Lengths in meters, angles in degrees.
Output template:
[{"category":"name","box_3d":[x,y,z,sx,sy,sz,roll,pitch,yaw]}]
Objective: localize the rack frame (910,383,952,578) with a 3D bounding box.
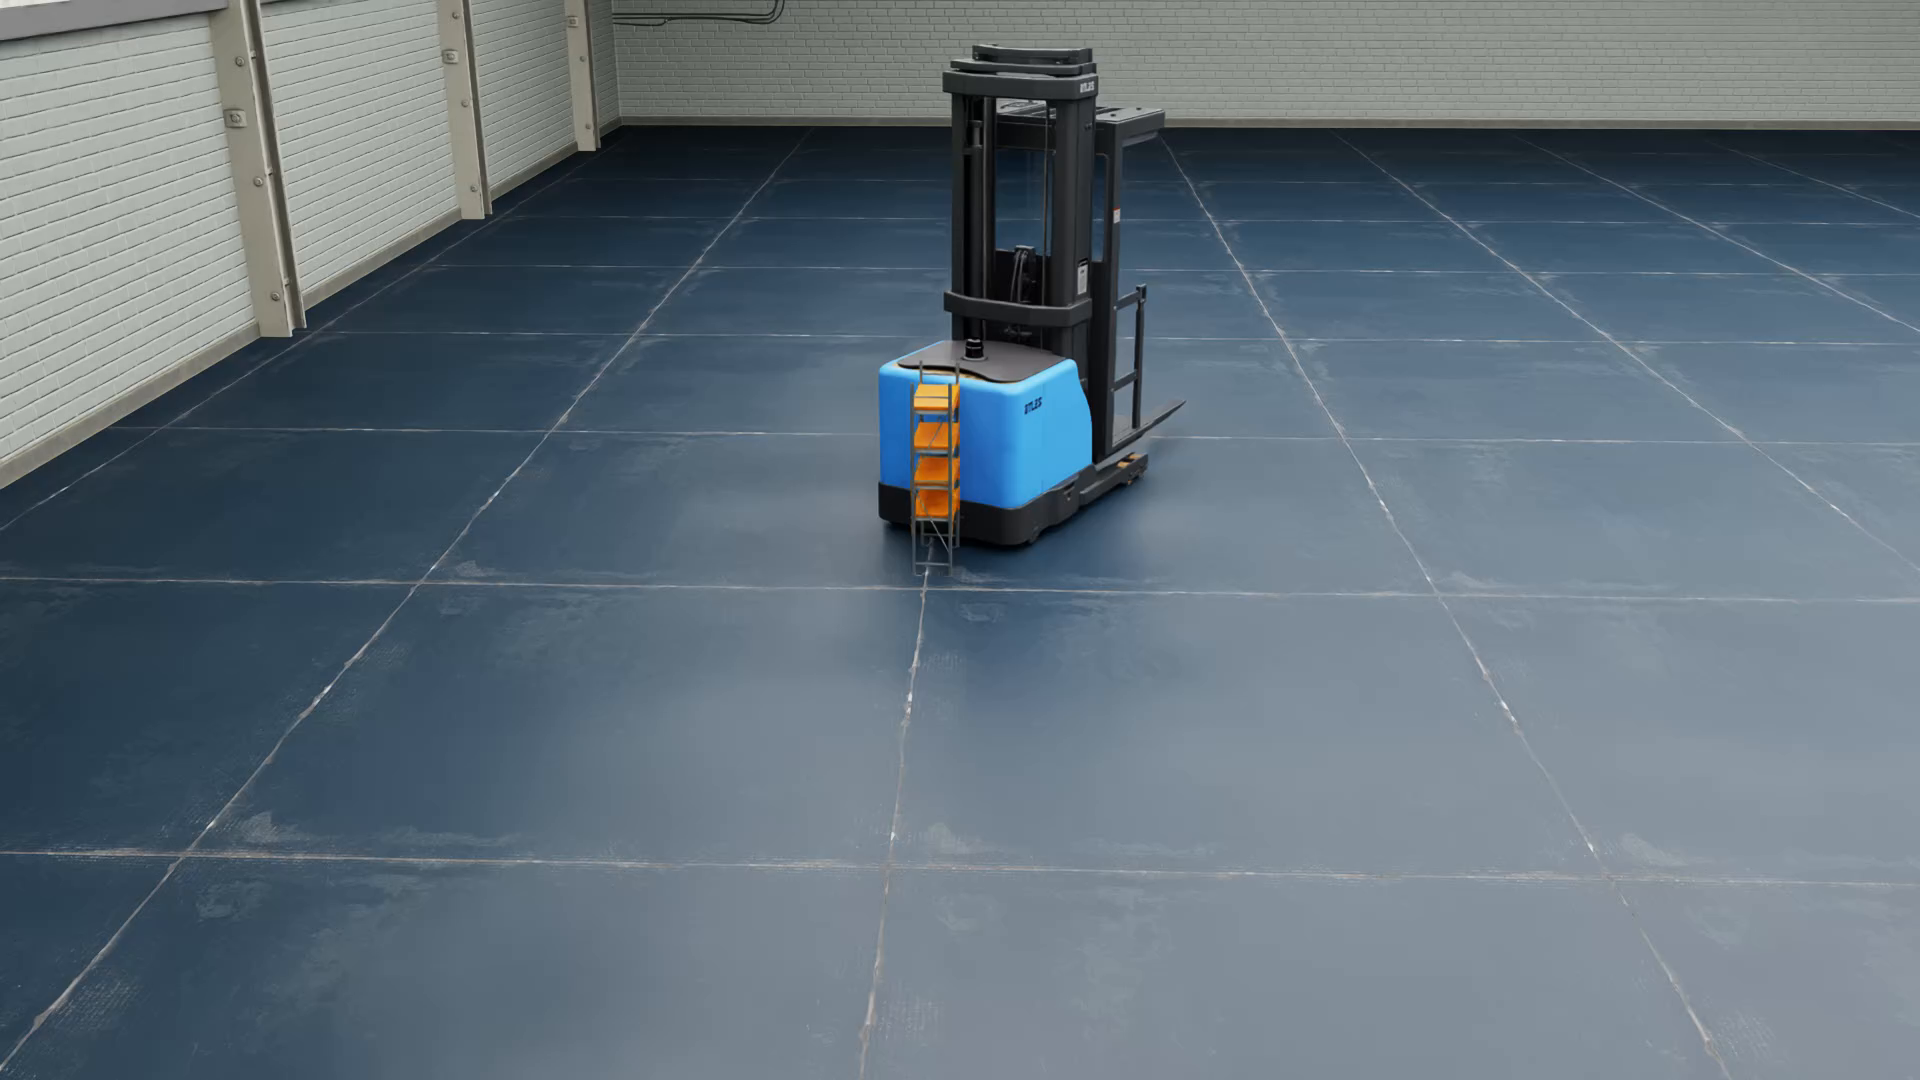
[{"category":"rack frame","box_3d":[-0.166,-0.338,9.740,0.240,1.200,0.015,2,21,5]}]

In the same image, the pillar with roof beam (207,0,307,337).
[{"category":"pillar with roof beam","box_3d":[-2.035,-6.096,13.801,9.100,9.000,0.400,1,21,2]}]

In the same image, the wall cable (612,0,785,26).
[{"category":"wall cable","box_3d":[-4.562,-10.085,28.374,3.097,2.526,0.112,1,21,2]}]

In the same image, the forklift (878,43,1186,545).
[{"category":"forklift","box_3d":[0.661,-1.819,11.165,1.130,2.935,3.031,12,24,28]}]

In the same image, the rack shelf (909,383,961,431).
[{"category":"rack shelf","box_3d":[-0.145,-0.792,9.825,0.258,0.148,0.480,2,21,5]}]

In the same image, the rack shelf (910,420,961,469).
[{"category":"rack shelf","box_3d":[-0.145,-0.571,9.910,0.258,0.148,0.480,2,21,5]}]

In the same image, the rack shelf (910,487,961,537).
[{"category":"rack shelf","box_3d":[-0.145,-0.178,10.063,0.258,0.148,0.480,2,21,5]}]

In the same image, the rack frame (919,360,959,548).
[{"category":"rack frame","box_3d":[-0.125,-0.513,10.194,0.240,1.200,0.015,2,21,5]}]

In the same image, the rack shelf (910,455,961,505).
[{"category":"rack shelf","box_3d":[-0.145,-0.363,9.991,0.258,0.148,0.480,2,21,5]}]

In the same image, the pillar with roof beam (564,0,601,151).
[{"category":"pillar with roof beam","box_3d":[-1.670,-10.435,24.983,9.100,9.000,0.400,1,21,2]}]

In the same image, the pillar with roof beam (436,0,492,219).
[{"category":"pillar with roof beam","box_3d":[-1.852,-8.266,19.392,9.100,9.000,0.400,1,21,2]}]

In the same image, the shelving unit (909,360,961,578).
[{"category":"shelving unit","box_3d":[-0.145,-0.426,9.967,0.258,1.200,0.503,2,21,5]}]
